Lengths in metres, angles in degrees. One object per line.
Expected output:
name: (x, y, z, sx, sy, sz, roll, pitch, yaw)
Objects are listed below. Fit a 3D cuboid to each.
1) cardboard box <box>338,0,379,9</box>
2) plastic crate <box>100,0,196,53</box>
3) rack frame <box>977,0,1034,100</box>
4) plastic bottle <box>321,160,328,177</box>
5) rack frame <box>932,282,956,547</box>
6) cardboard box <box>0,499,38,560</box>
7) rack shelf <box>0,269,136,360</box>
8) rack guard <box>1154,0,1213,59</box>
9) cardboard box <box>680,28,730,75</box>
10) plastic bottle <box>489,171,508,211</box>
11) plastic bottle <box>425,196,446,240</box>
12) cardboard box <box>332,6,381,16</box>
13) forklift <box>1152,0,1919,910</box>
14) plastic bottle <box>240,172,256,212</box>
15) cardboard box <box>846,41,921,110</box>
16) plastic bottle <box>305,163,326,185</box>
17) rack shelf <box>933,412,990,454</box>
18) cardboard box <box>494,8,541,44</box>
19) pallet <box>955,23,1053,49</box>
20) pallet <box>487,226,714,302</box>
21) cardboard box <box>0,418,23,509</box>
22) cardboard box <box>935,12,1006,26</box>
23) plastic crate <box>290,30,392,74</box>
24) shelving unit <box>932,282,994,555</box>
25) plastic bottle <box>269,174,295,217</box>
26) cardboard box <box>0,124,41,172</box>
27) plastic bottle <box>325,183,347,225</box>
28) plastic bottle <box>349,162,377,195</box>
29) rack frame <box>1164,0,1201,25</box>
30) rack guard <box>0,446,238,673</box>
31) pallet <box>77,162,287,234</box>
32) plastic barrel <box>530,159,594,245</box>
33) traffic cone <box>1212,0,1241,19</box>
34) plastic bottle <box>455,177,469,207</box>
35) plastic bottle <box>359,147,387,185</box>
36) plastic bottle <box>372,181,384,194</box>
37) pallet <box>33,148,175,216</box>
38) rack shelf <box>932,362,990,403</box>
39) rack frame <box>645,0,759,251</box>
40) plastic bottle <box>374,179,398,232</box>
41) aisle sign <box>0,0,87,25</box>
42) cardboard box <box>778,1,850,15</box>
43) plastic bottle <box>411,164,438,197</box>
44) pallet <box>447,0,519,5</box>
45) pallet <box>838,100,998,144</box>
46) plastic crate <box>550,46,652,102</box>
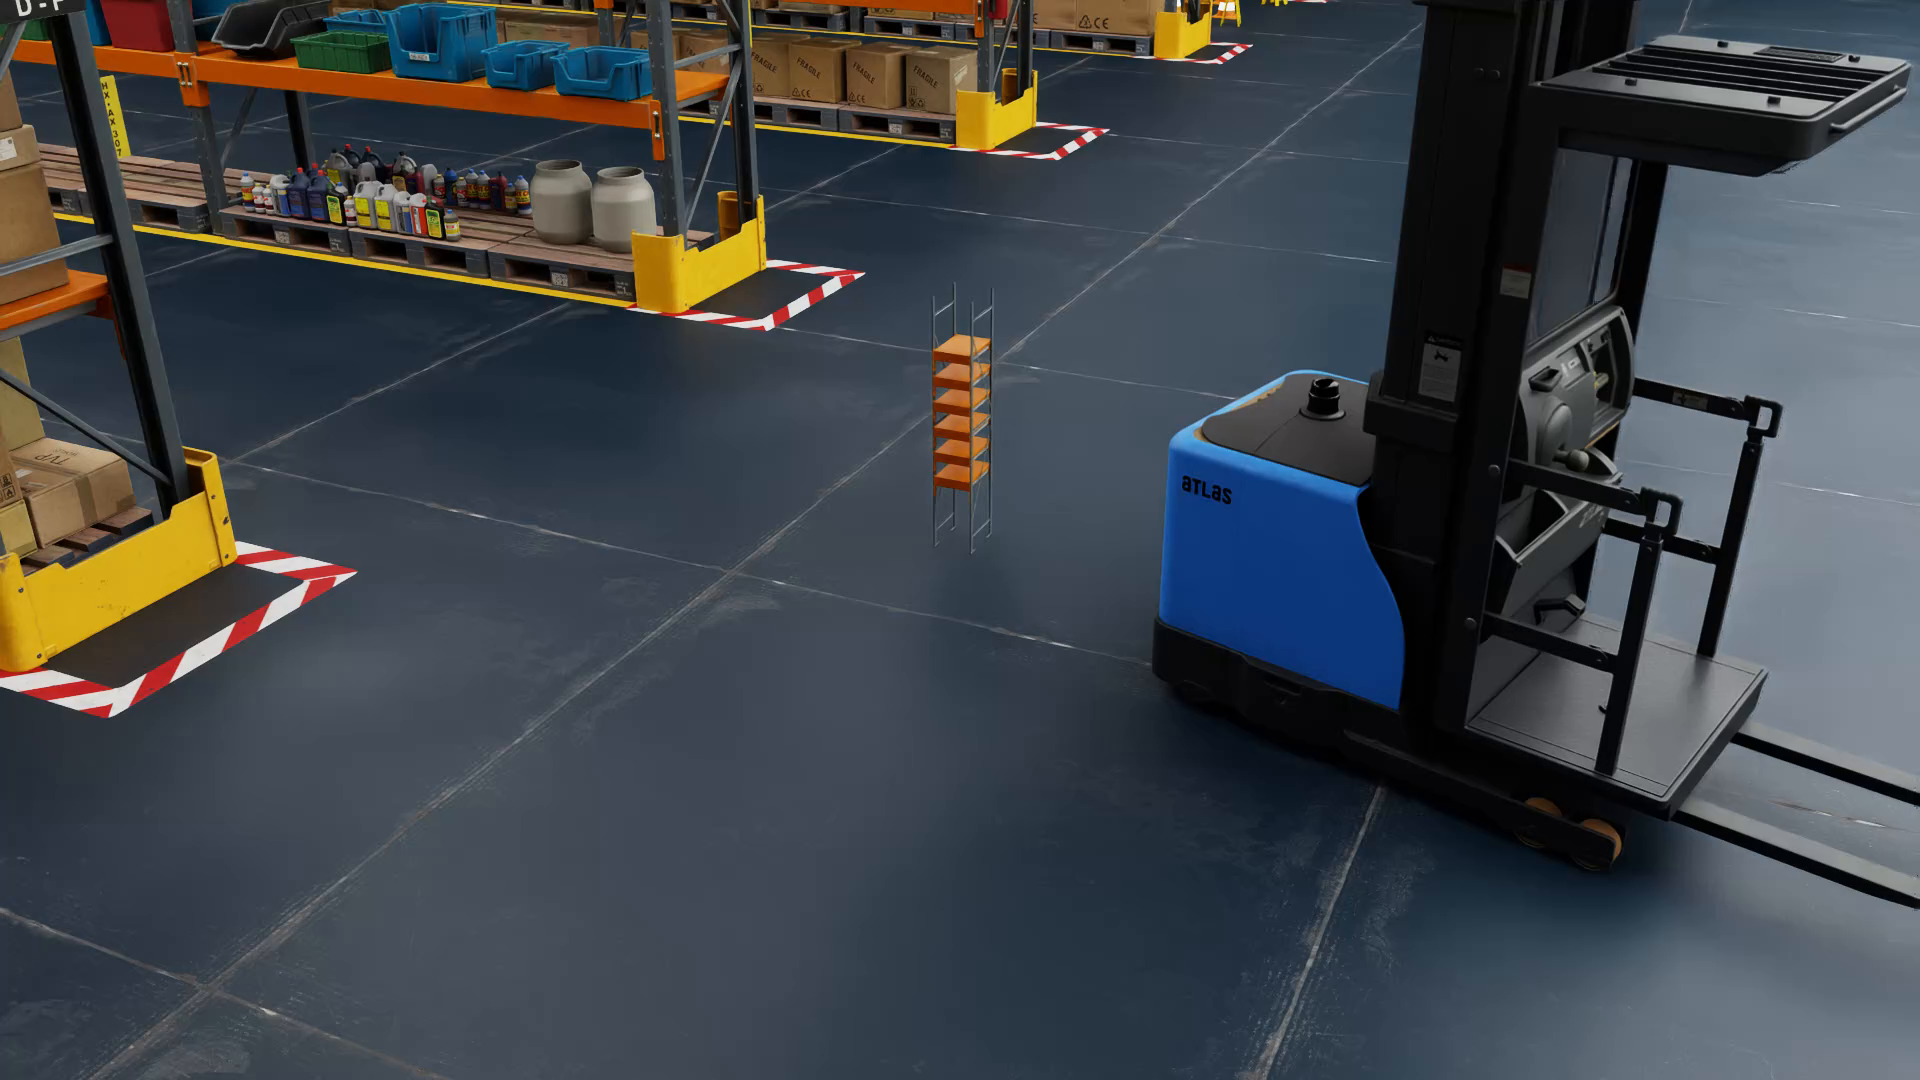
cardboard box: (-6.249, -5.822, 17.661, 0.500, 0.250, 0.500, 13, 29, 24)
plastic crate: (-5.848, -3.791, 11.982, 0.583, 0.464, 0.402, 11, 28, 22)
rack frame: (0.411, -5.057, 14.625, 0.127, 3.000, 1.000, 11, 28, 22)
plastic bottle: (-4.821, -2.798, 12.707, 0.097, 0.201, 0.097, 0, 26, 0)
rack frame: (-0.070, -0.552, 7.514, 0.006, 1.200, 0.240, 11, 28, 22)
cardboard box: (-4.303, -0.009, 7.009, 0.500, 0.250, 0.500, 11, 28, 22)
rack shelf: (-5.514, -1.117, 7.438, 4.000, 0.370, 1.077, 11, 28, 22)
rack guard: (2.578, -5.907, 19.182, 0.348, 0.500, 1.175, 11, 28, 22)
cardboard box: (-2.358, -4.664, 16.183, 0.500, 0.500, 0.500, 22, 34, 38)
plastic bottle: (-3.359, -2.550, 12.110, 0.133, 0.283, 0.061, 12, 29, 23)
plastic bottle: (-3.606, -2.218, 11.436, 0.133, 0.283, 0.061, 12, 29, 23)
cardboard box: (-6.253, -5.481, 17.819, 0.500, 0.500, 0.700, 10, 28, 19)
forklift: (2.210, -0.482, 5.410, 3.031, 2.935, 1.130, 20, 33, 35)
plastic bottle: (-5.172, -2.536, 12.095, 0.097, 0.271, 0.097, 0, 26, 0)
cardboard box: (-0.709, -4.340, 15.524, 0.500, 0.500, 0.500, 20, 33, 35)
plastic bottle: (-4.658, -2.549, 12.033, 0.185, 0.351, 0.144, 11, 28, 22)
rack shelf: (0.013, -0.496, 7.499, 0.180, 0.103, 0.258, 11, 28, 22)
cardboard box: (-4.716, -5.182, 17.211, 0.500, 0.500, 0.700, 9, 28, 17)
pallet: (0.689, -6.120, 19.942, 1.213, 0.211, 1.003, 11, 28, 22)
pallet: (-2.465, -1.960, 11.492, 1.213, 0.211, 1.003, 11, 28, 22)
cardboard box: (-4.304, -0.344, 6.842, 0.500, 0.500, 0.500, 11, 28, 22)
cardboard box: (0.281, -6.693, 19.878, 0.875, 0.875, 0.875, 12, 28, 22)
plastic crate: (-4.161, -3.340, 11.378, 0.662, 0.188, 0.450, 11, 28, 22)
shelving unit: (0.013, -0.536, 7.480, 0.189, 1.200, 0.258, 11, 28, 22)
plastic bottle: (-4.866, -2.490, 11.996, 0.135, 0.276, 0.152, 12, 29, 24)
cardboard box: (-3.961, -1.569, 6.693, 0.250, 0.149, 0.380, 11, 28, 21)
plastic bottle: (-4.412, -2.380, 11.765, 0.133, 0.283, 0.061, 13, 29, 24)
plastic bottle: (-4.439, -2.671, 12.365, 0.135, 0.276, 0.152, 11, 28, 22)
rack frame: (2.556, -7.033, 18.639, 0.127, 3.000, 1.000, 11, 28, 22)
rack guard: (-3.671, 0.051, 7.080, 0.348, 0.500, 1.175, 11, 28, 22)
pallet: (-6.011, -2.674, 12.942, 1.213, 0.211, 1.003, 11, 28, 22)
plastic barrel: (-2.726, -2.319, 11.405, 0.421, 0.512, 0.421, 0, 26, 0)
traffic cone: (3.438, -6.955, 21.353, 0.334, 0.463, 0.336, 11, 28, 22)
plastic bottle: (-3.654, -2.563, 12.230, 0.097, 0.201, 0.097, 0, 26, 0)
plastic bottle: (-4.400, -2.769, 12.479, 0.185, 0.351, 0.144, 10, 28, 19)
plastic bottle: (-4.120, -2.410, 11.834, 0.135, 0.276, 0.152, 11, 28, 22)
pallet: (-7.126, -2.896, 13.394, 1.213, 0.211, 1.003, 11, 28, 22)
rack shelf: (0.013, -0.711, 7.393, 0.180, 0.103, 0.258, 11, 28, 22)
rack frame: (-1.639, -3.065, 10.580, 0.127, 3.000, 1.000, 11, 28, 22)
plastic bottle: (-3.989, -2.345, 11.618, 0.185, 0.351, 0.144, 13, 29, 24)
aisle sign: (-3.506, -2.352, 6.188, 0.004, 0.787, 0.394, 11, 28, 22)
cardboard box: (-1.687, -7.021, 20.685, 0.750, 0.750, 1.050, 11, 28, 22)
plastic bottle: (-3.960, -2.645, 12.312, 0.135, 0.276, 0.152, 12, 29, 23)
pallet: (-6.544, -7.612, 22.971, 1.213, 0.211, 1.003, 11, 28, 22)
pallet: (-0.383, -3.983, 15.600, 1.213, 0.211, 1.003, 11, 28, 22)
plastic crate: (-2.219, -2.970, 10.555, 0.616, 0.251, 0.499, 11, 28, 22)
